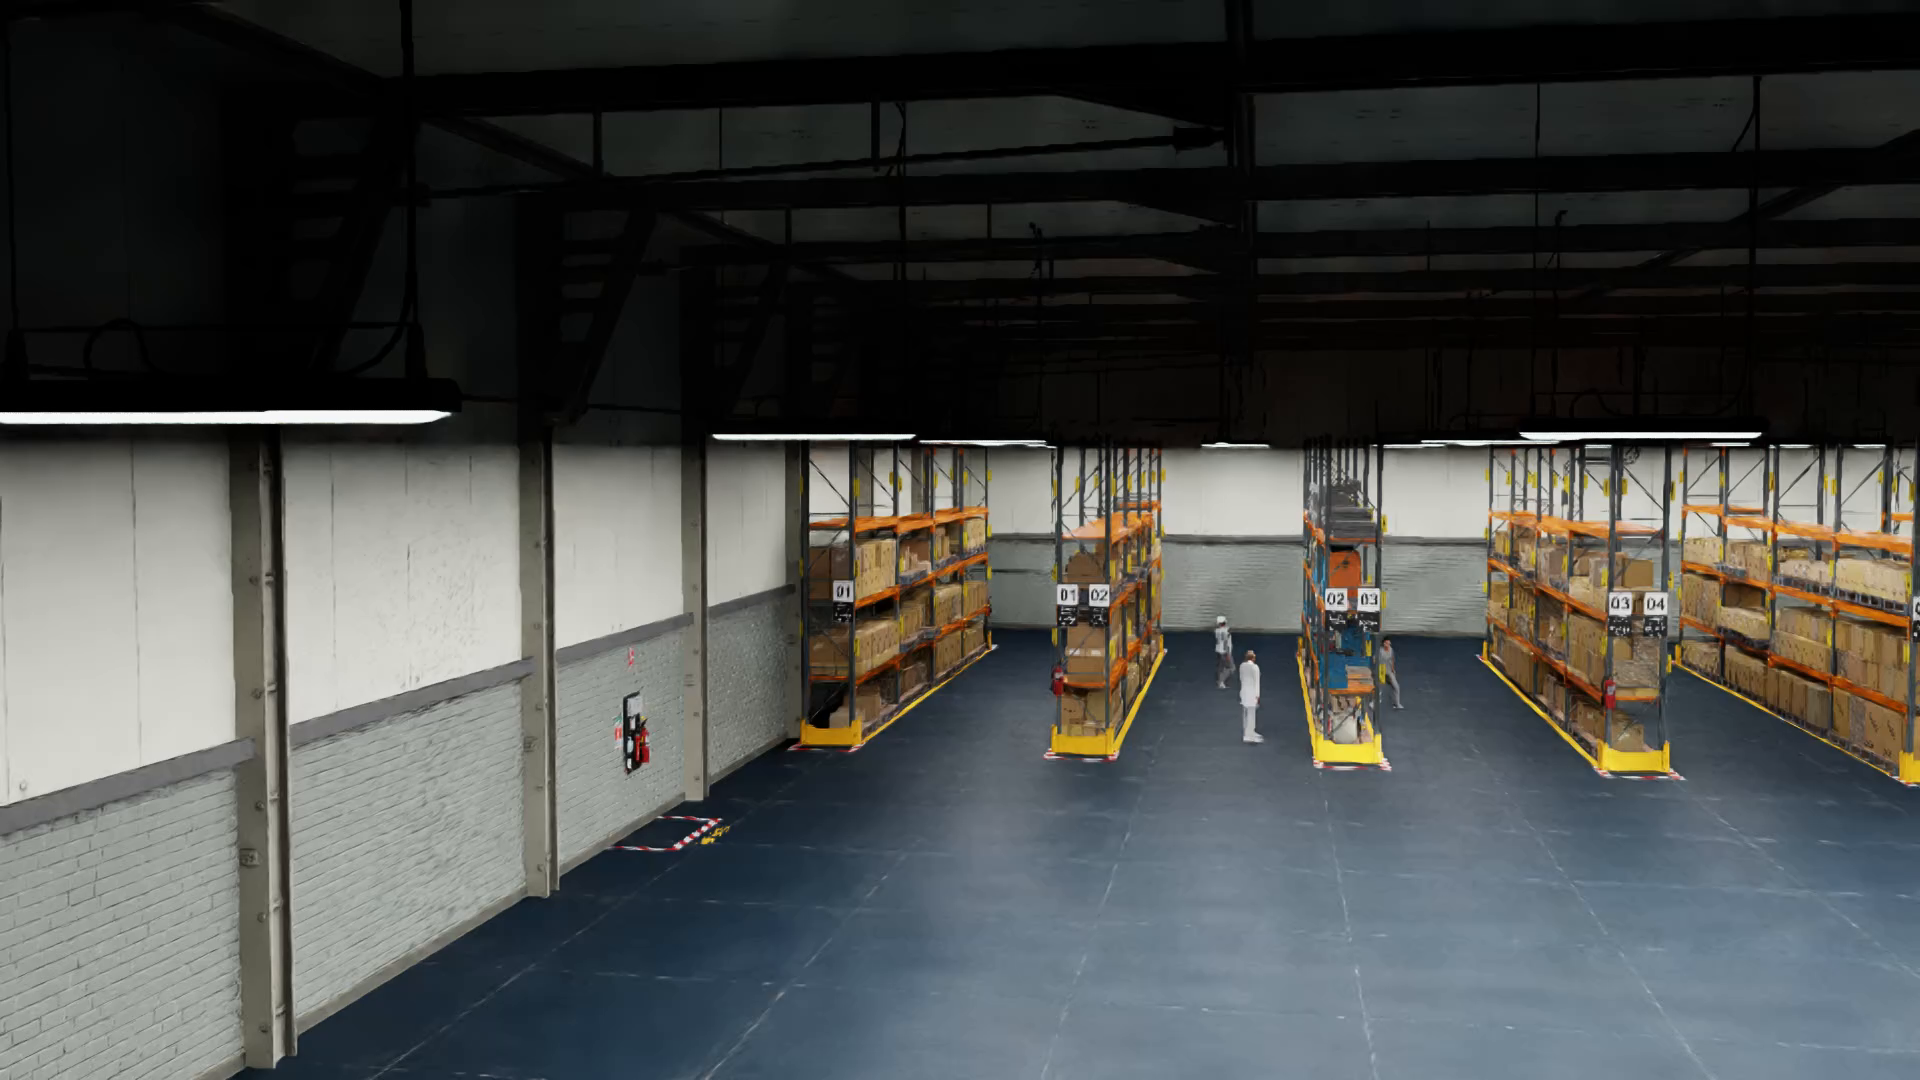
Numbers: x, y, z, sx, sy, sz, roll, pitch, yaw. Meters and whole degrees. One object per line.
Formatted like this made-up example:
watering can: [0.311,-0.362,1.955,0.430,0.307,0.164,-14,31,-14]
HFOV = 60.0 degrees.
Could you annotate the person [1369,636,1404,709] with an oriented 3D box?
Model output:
person: [9.412,2.918,36.836,0.609,1.604,0.814,0,3,-6]

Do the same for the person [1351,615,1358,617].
person: [10.759,2.423,45.280,0.367,1.680,0.627,1,3,26]

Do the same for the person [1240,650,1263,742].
person: [5.754,3.044,32.727,0.506,1.782,0.632,-1,3,-20]

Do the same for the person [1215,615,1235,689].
person: [6.289,2.687,39.756,0.446,1.770,0.569,-1,3,-16]
